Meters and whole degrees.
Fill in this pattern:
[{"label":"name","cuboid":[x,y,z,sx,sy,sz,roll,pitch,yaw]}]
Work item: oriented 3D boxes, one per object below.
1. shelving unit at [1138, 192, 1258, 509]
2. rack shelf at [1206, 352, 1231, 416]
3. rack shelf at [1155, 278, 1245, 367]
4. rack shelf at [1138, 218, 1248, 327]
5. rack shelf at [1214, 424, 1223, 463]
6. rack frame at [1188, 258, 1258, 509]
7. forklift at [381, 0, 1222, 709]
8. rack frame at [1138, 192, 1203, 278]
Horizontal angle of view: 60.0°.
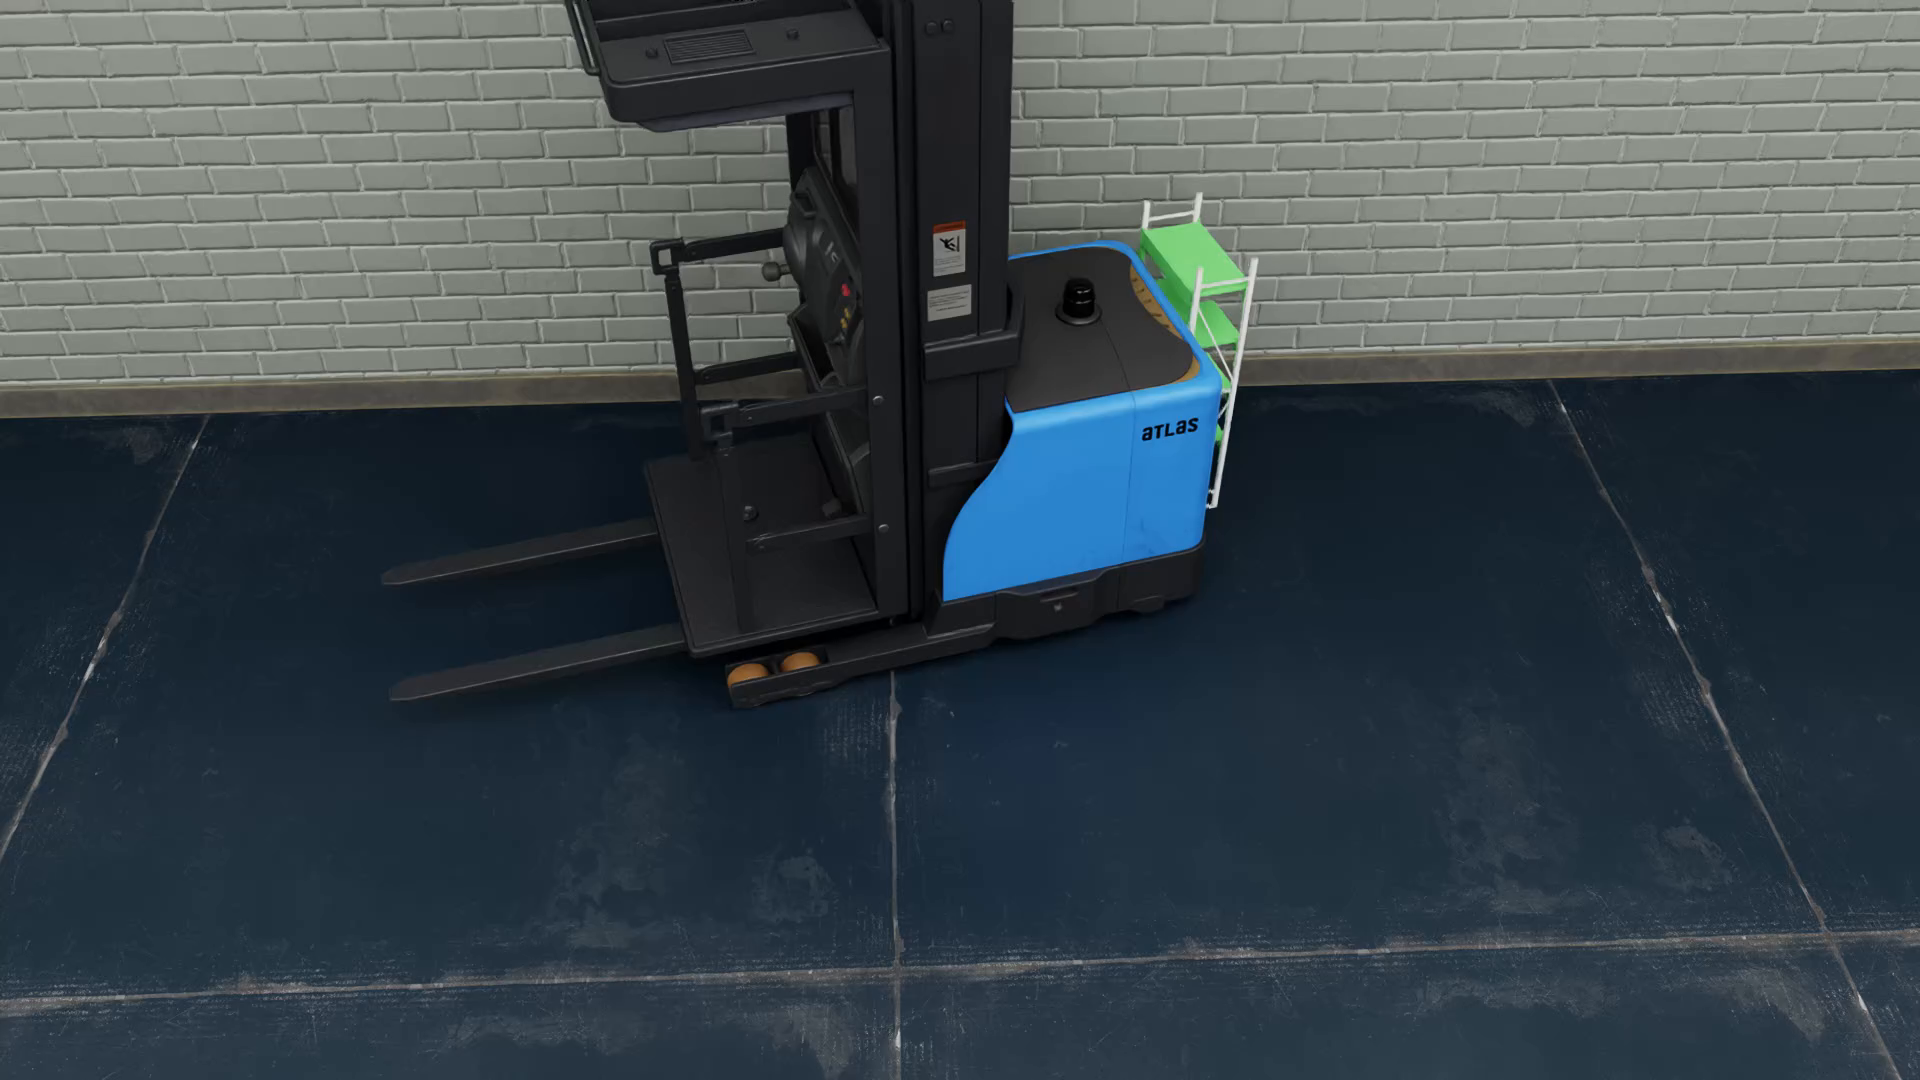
[{"label":"shelving unit","cuboid":[0.886,-0.720,6.643,0.258,1.200,0.503,-12,44,-14]},{"label":"rack shelf","cuboid":[0.885,-0.673,6.686,0.258,0.148,0.480,-12,44,-14]},{"label":"rack shelf","cuboid":[0.890,-0.851,6.525,0.258,0.148,0.480,-12,44,-14]},{"label":"rack shelf","cuboid":[0.896,-1.029,6.364,0.258,0.148,0.480,-12,44,-14]},{"label":"rack shelf","cuboid":[0.879,-0.495,6.847,0.258,0.148,0.480,-12,44,-14]},{"label":"rack frame","cuboid":[0.963,-0.564,6.473,0.240,1.200,0.015,-12,44,-14]},{"label":"forklift","cuboid":[-0.641,-0.869,5.529,3.031,2.935,1.130,-12,44,-12]},{"label":"rack frame","cuboid":[0.809,-0.877,6.814,0.240,1.200,0.015,-12,44,-14]}]
